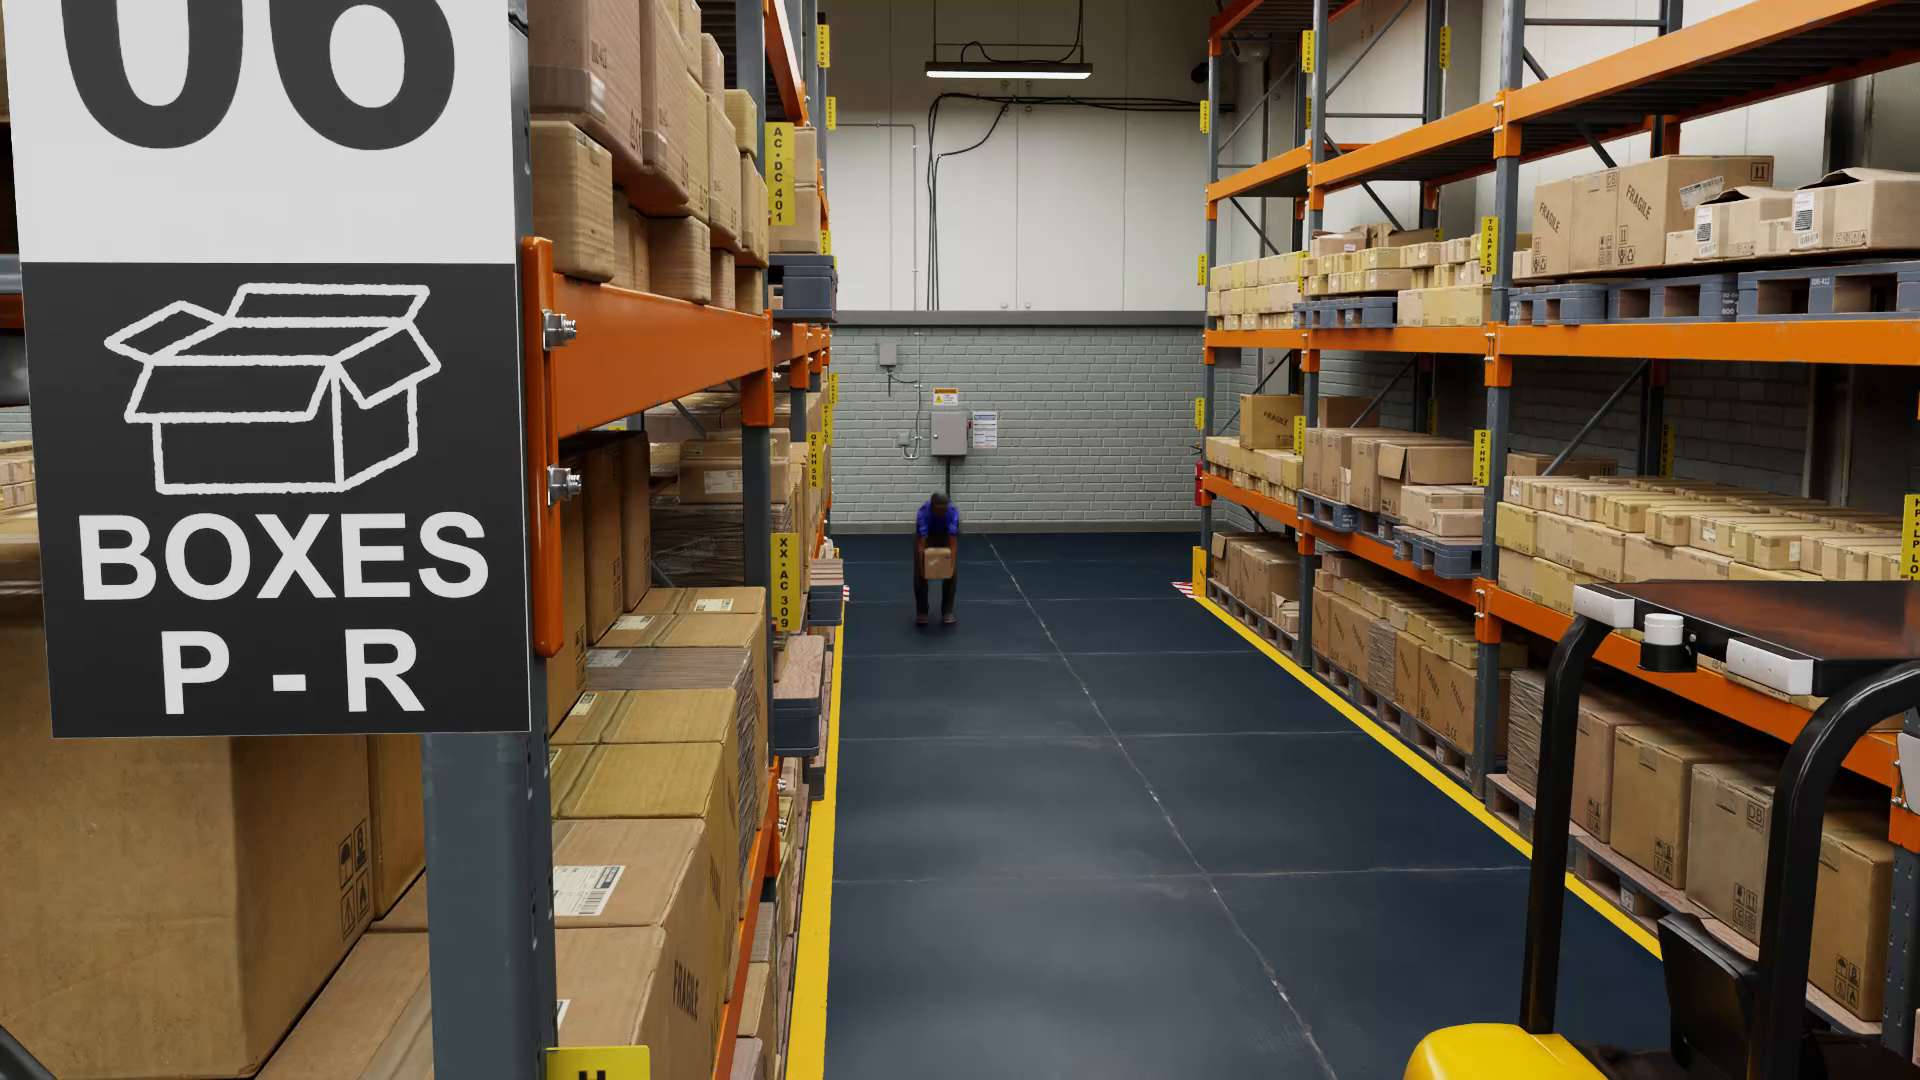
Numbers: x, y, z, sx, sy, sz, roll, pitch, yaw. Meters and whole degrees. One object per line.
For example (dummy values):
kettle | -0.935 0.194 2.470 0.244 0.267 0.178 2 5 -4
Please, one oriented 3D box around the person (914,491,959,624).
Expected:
person | -0.228 0.165 15.859 0.422 1.317 0.787 0 7 -4
